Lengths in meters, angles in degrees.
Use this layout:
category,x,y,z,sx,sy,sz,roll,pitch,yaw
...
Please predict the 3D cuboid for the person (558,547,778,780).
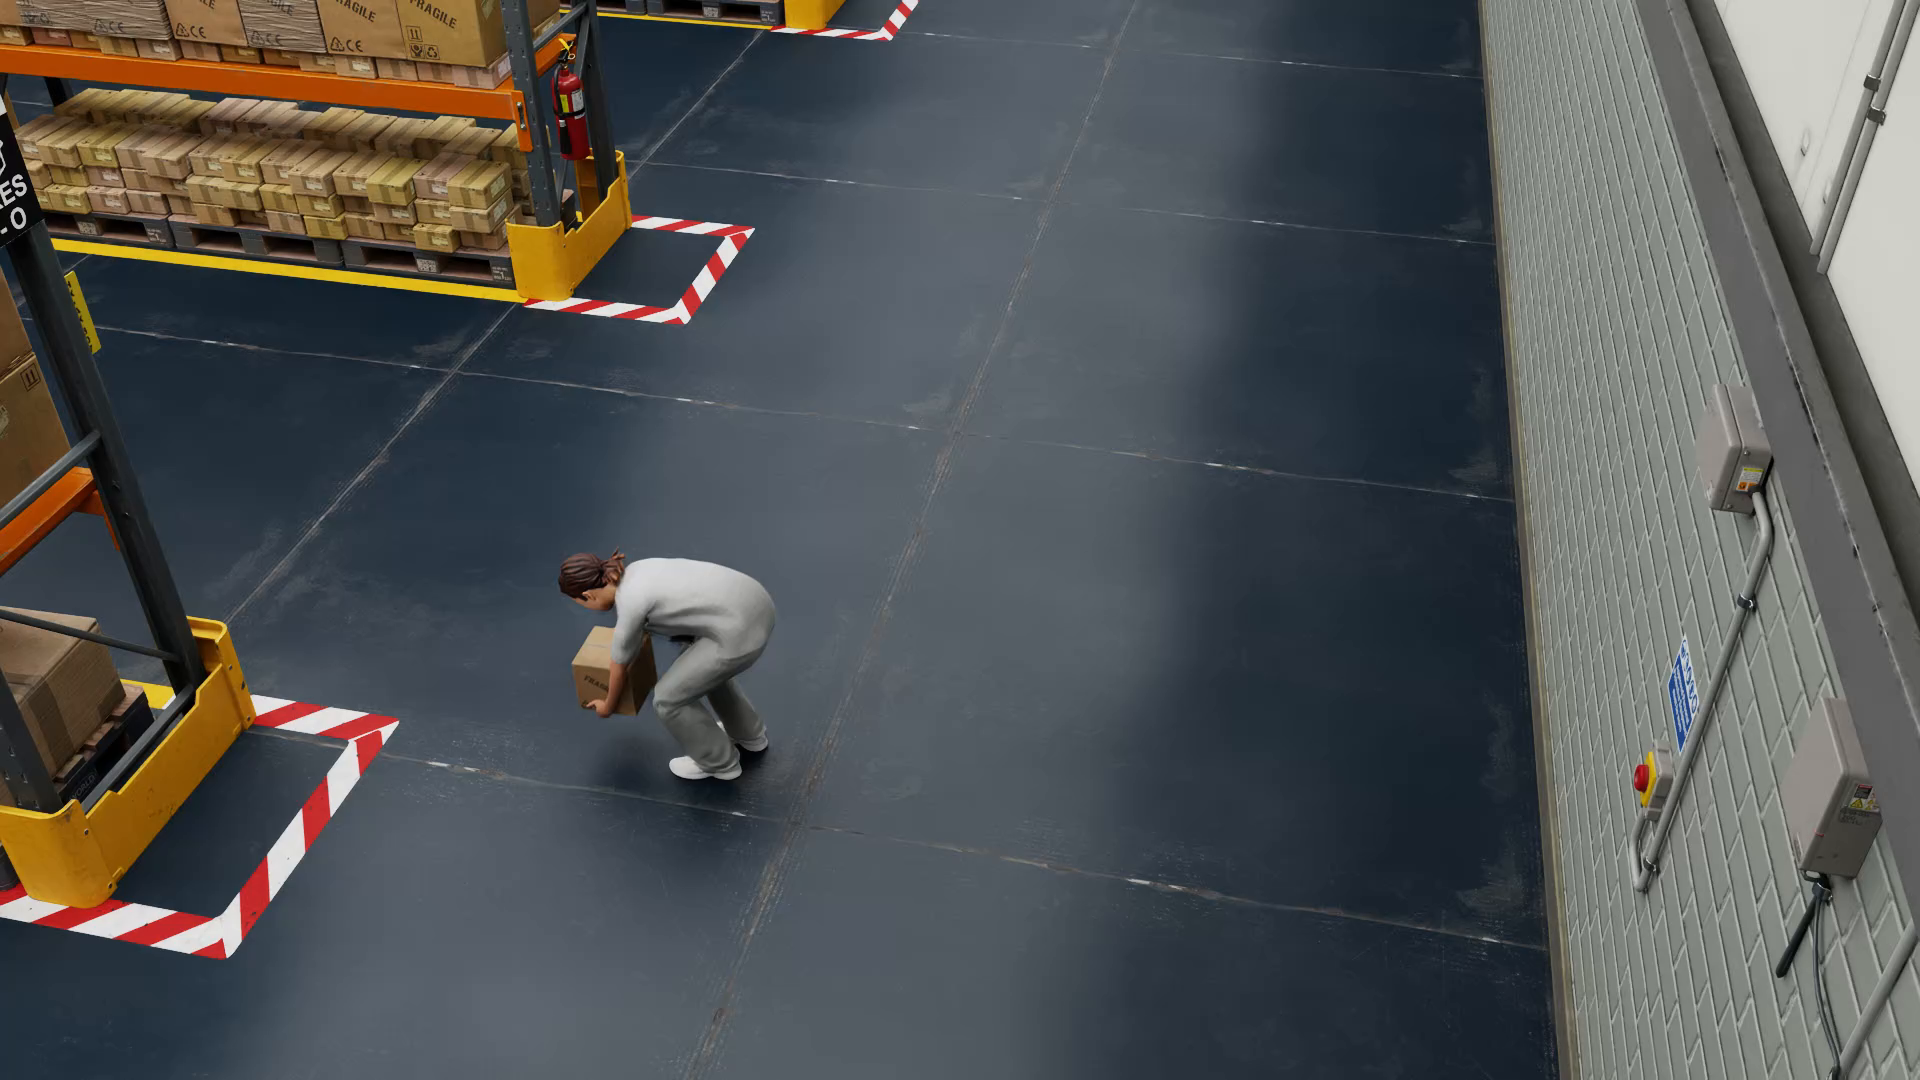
category,x,y,z,sx,sy,sz,roll,pitch,yaw
person,-1.170,0.499,6.826,0.865,1.043,0.451,6,37,8
